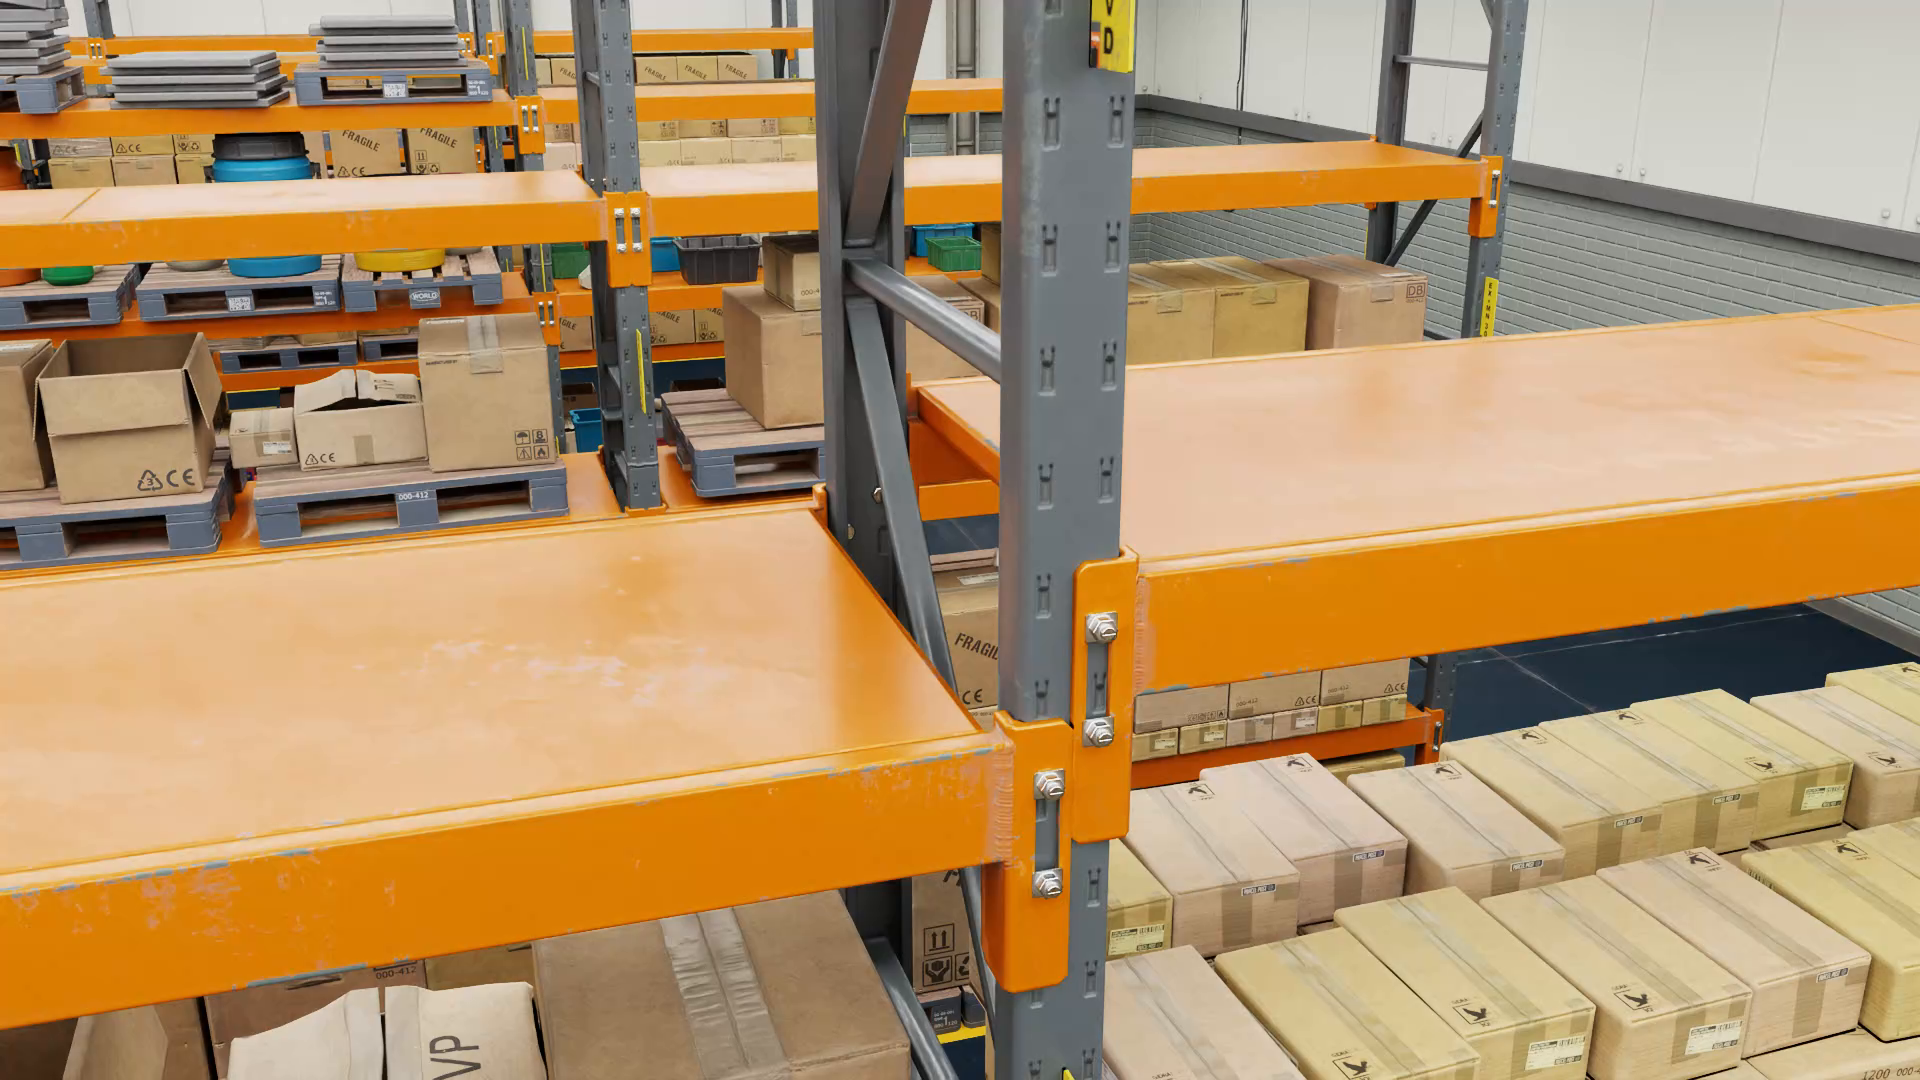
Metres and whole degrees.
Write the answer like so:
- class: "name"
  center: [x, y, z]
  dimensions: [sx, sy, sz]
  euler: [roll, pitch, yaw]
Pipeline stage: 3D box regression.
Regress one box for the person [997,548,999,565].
- class: "person"
  center: [0.508, 0.273, 11.923]
  dimensions: [0.412, 1.585, 0.586]
  euler: [-7, 20, -18]
